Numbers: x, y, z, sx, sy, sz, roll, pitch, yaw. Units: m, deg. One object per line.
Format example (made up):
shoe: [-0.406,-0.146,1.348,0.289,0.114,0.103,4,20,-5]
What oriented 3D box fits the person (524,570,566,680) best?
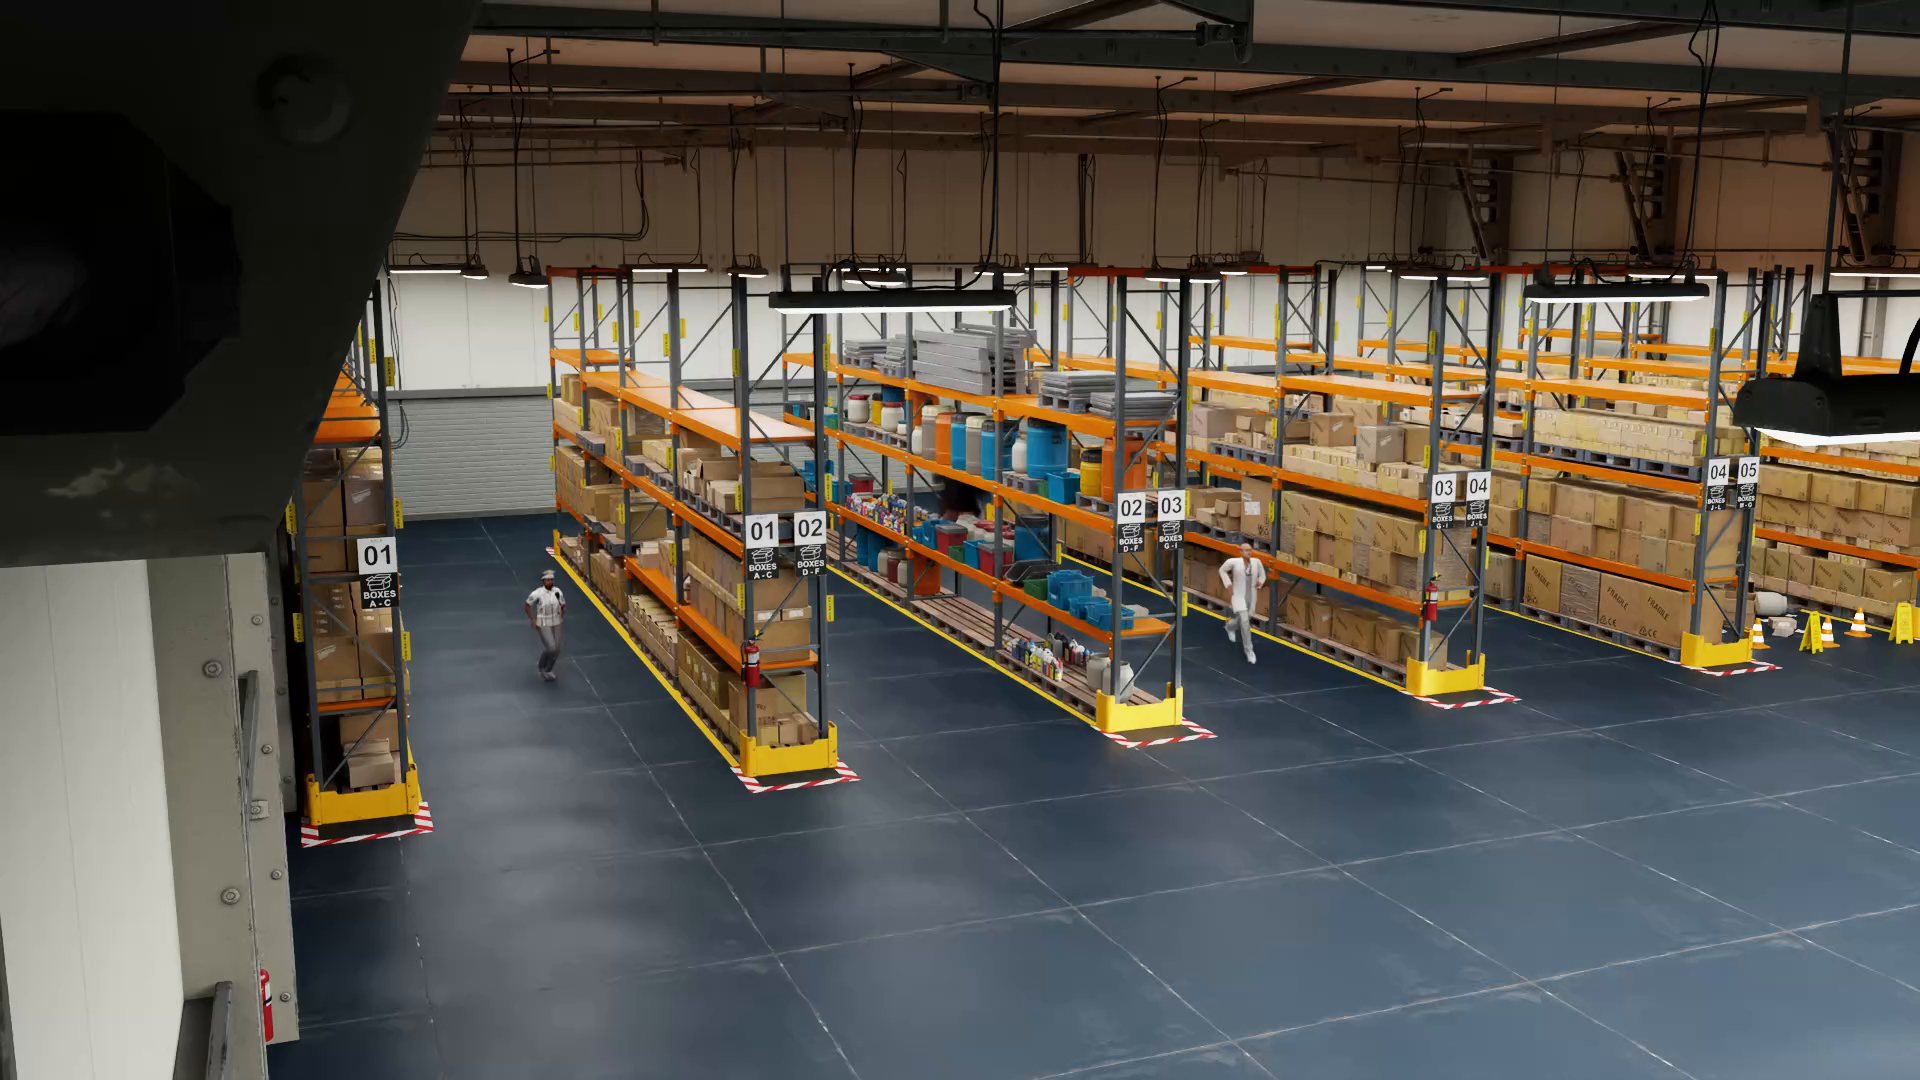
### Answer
person: [-6.052,1.260,24.549,0.552,1.661,0.617,-8,13,-40]

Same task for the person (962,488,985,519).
person: [0.262,-0.251,33.551,0.614,1.609,0.575,-6,11,-30]

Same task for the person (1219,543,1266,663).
person: [4.482,0.931,26.236,0.668,1.805,1.198,-4,11,-21]
